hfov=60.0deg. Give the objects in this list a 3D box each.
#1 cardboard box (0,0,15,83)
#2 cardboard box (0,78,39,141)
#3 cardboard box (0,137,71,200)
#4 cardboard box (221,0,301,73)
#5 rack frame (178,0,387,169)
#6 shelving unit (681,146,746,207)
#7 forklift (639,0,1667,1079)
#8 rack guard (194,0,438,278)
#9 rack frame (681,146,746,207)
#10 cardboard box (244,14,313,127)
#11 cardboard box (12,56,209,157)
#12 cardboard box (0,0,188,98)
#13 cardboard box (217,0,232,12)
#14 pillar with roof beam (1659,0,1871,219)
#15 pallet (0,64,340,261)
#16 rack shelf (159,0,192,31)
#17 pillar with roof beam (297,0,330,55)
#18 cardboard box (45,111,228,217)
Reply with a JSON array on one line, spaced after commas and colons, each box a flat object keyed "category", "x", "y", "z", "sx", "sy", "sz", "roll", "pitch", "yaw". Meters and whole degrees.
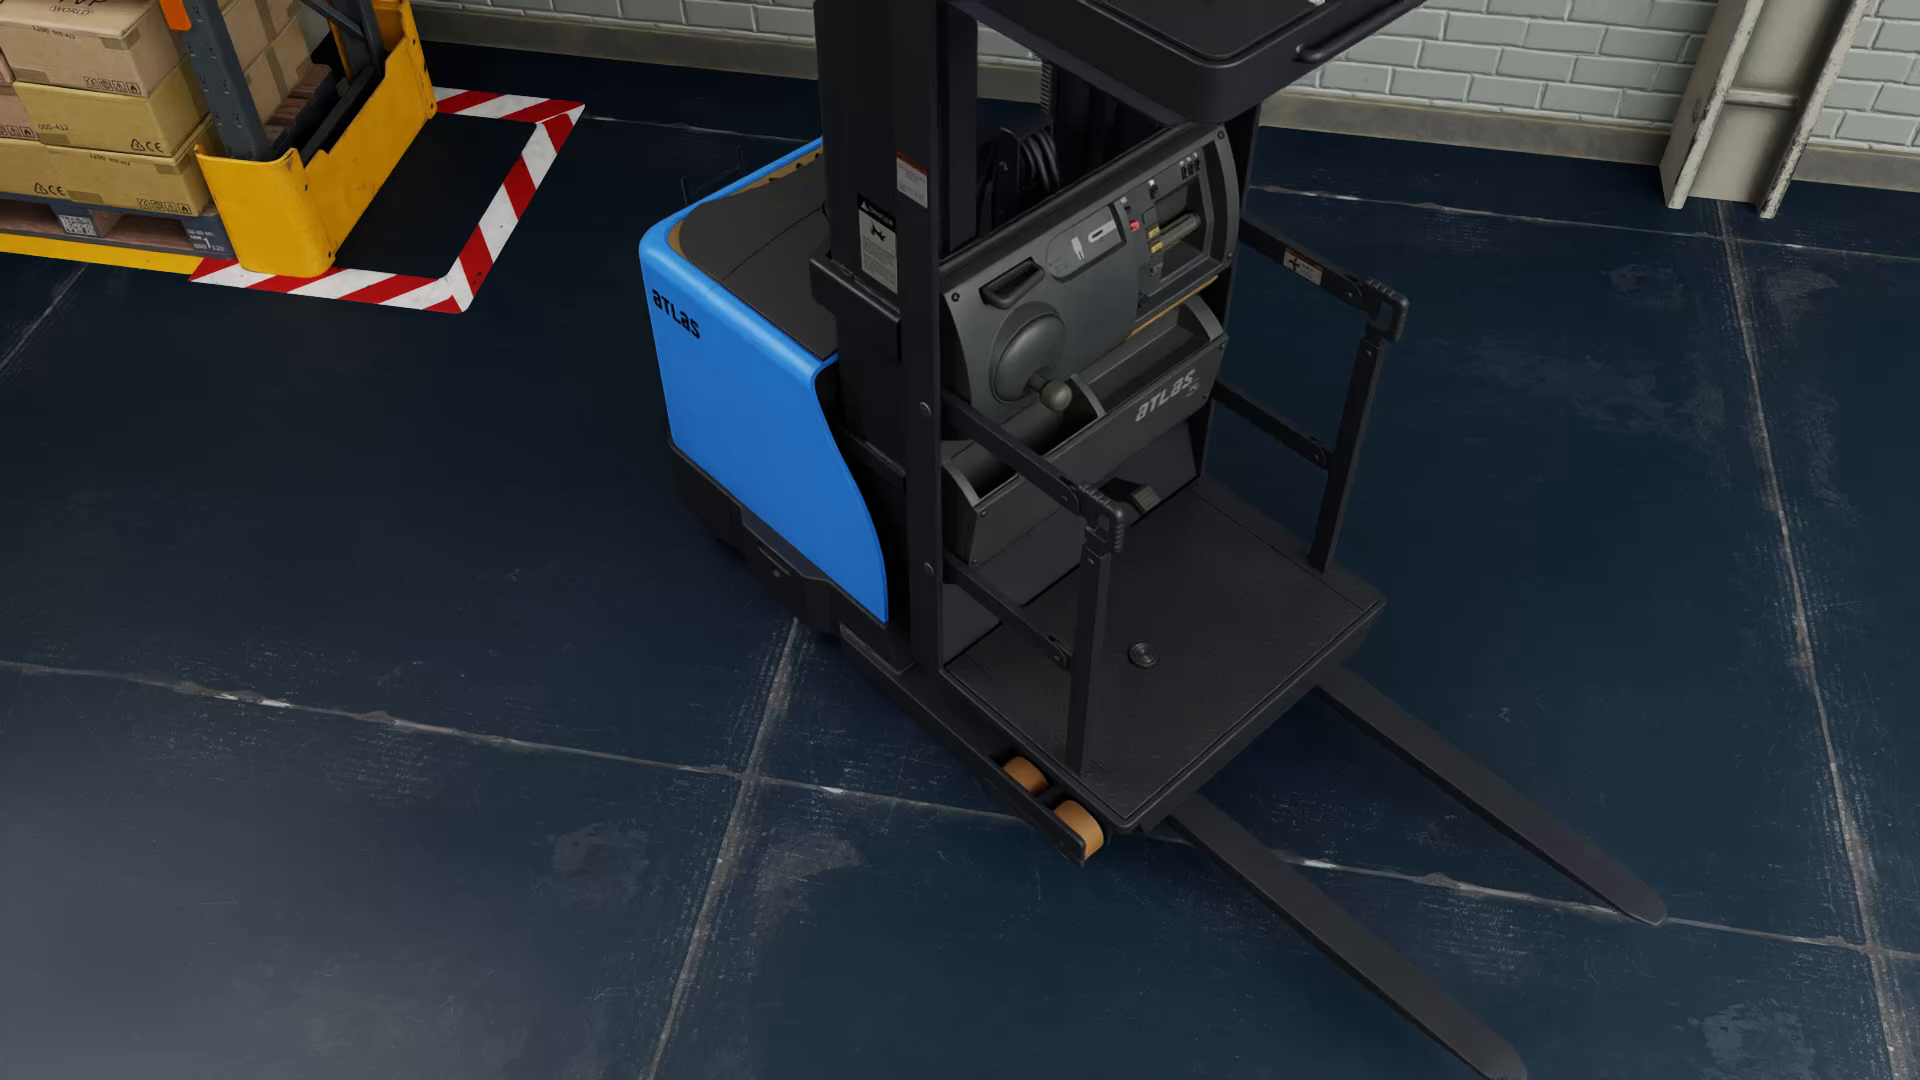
[{"category": "cardboard box", "x": -3.449, "y": -1.863, "z": 5.801, "sx": 0.500, "sy": 0.250, "sz": 0.500, "roll": 8, "pitch": 49, "yaw": 8}, {"category": "cardboard box", "x": -3.463, "y": -1.709, "z": 6.000, "sx": 0.500, "sy": 0.250, "sz": 0.500, "roll": 7, "pitch": 48, "yaw": 6}, {"category": "cardboard box", "x": -3.443, "y": -1.536, "z": 6.180, "sx": 0.500, "sy": 0.250, "sz": 0.500, "roll": 8, "pitch": 49, "yaw": 7}, {"category": "cardboard box", "x": -2.862, "y": -2.014, "z": 6.273, "sx": 0.500, "sy": 0.250, "sz": 0.500, "roll": 8, "pitch": 49, "yaw": 8}, {"category": "rack frame", "x": -2.437, "y": -2.411, "z": 5.400, "sx": 0.127, "sy": 3.000, "sz": 1.000, "roll": 8, "pitch": 49, "yaw": 7}, {"category": "shelving unit", "x": -0.659, "y": -0.789, "z": 5.344, "sx": 0.210, "sy": 0.900, "sz": 0.258, "roll": 32, "pitch": 55, "yaw": 31}, {"category": "forklift", "x": 0.474, "y": -0.556, "z": 3.779, "sx": 1.130, "sy": 2.935, "sz": 3.031, "roll": -35, "pitch": 57, "yaw": -27}, {"category": "rack guard", "x": -2.413, "y": -1.573, "z": 6.327, "sx": 0.348, "sy": 0.500, "sz": 1.175, "roll": 8, "pitch": 49, "yaw": 7}, {"category": "rack frame", "x": -0.732, "y": -0.835, "z": 5.396, "sx": 0.006, "sy": 0.900, "sz": 0.240, "roll": 32, "pitch": 55, "yaw": 31}, {"category": "cardboard box", "x": -2.885, "y": -1.841, "z": 6.454, "sx": 0.500, "sy": 0.250, "sz": 0.500, "roll": 8, "pitch": 49, "yaw": 7}, {"category": "cardboard box", "x": -2.971, "y": -1.635, "z": 5.933, "sx": 0.500, "sy": 0.250, "sz": 0.500, "roll": 7, "pitch": 48, "yaw": 6}, {"category": "cardboard box", "x": -2.945, "y": -1.799, "z": 5.744, "sx": 0.500, "sy": 0.250, "sz": 0.500, "roll": 9, "pitch": 49, "yaw": 8}, {"category": "cardboard box", "x": -2.876, "y": -2.169, "z": 6.076, "sx": 0.500, "sy": 0.250, "sz": 0.500, "roll": 7, "pitch": 48, "yaw": 6}, {"category": "pillar with roof beam", "x": 2.177, "y": -1.223, "z": 0.299, "sx": 0.400, "sy": 9.000, "sz": 9.100, "roll": 8, "pitch": 49, "yaw": 7}, {"category": "pallet", "x": -3.197, "y": -1.550, "z": 6.501, "sx": 1.213, "sy": 0.211, "sz": 1.003, "roll": 8, "pitch": 49, "yaw": 7}, {"category": "rack shelf", "x": -4.405, "y": -2.435, "z": 5.905, "sx": 4.000, "sy": 0.370, "sz": 1.077, "roll": 8, "pitch": 49, "yaw": 7}, {"category": "pillar with roof beam", "x": -3.727, "y": -2.017, "z": 1.013, "sx": 0.400, "sy": 9.000, "sz": 9.100, "roll": 8, "pitch": 49, "yaw": 7}, {"category": "cardboard box", "x": -2.955, "y": -1.464, "z": 6.115, "sx": 0.500, "sy": 0.250, "sz": 0.500, "roll": 8, "pitch": 49, "yaw": 7}]
